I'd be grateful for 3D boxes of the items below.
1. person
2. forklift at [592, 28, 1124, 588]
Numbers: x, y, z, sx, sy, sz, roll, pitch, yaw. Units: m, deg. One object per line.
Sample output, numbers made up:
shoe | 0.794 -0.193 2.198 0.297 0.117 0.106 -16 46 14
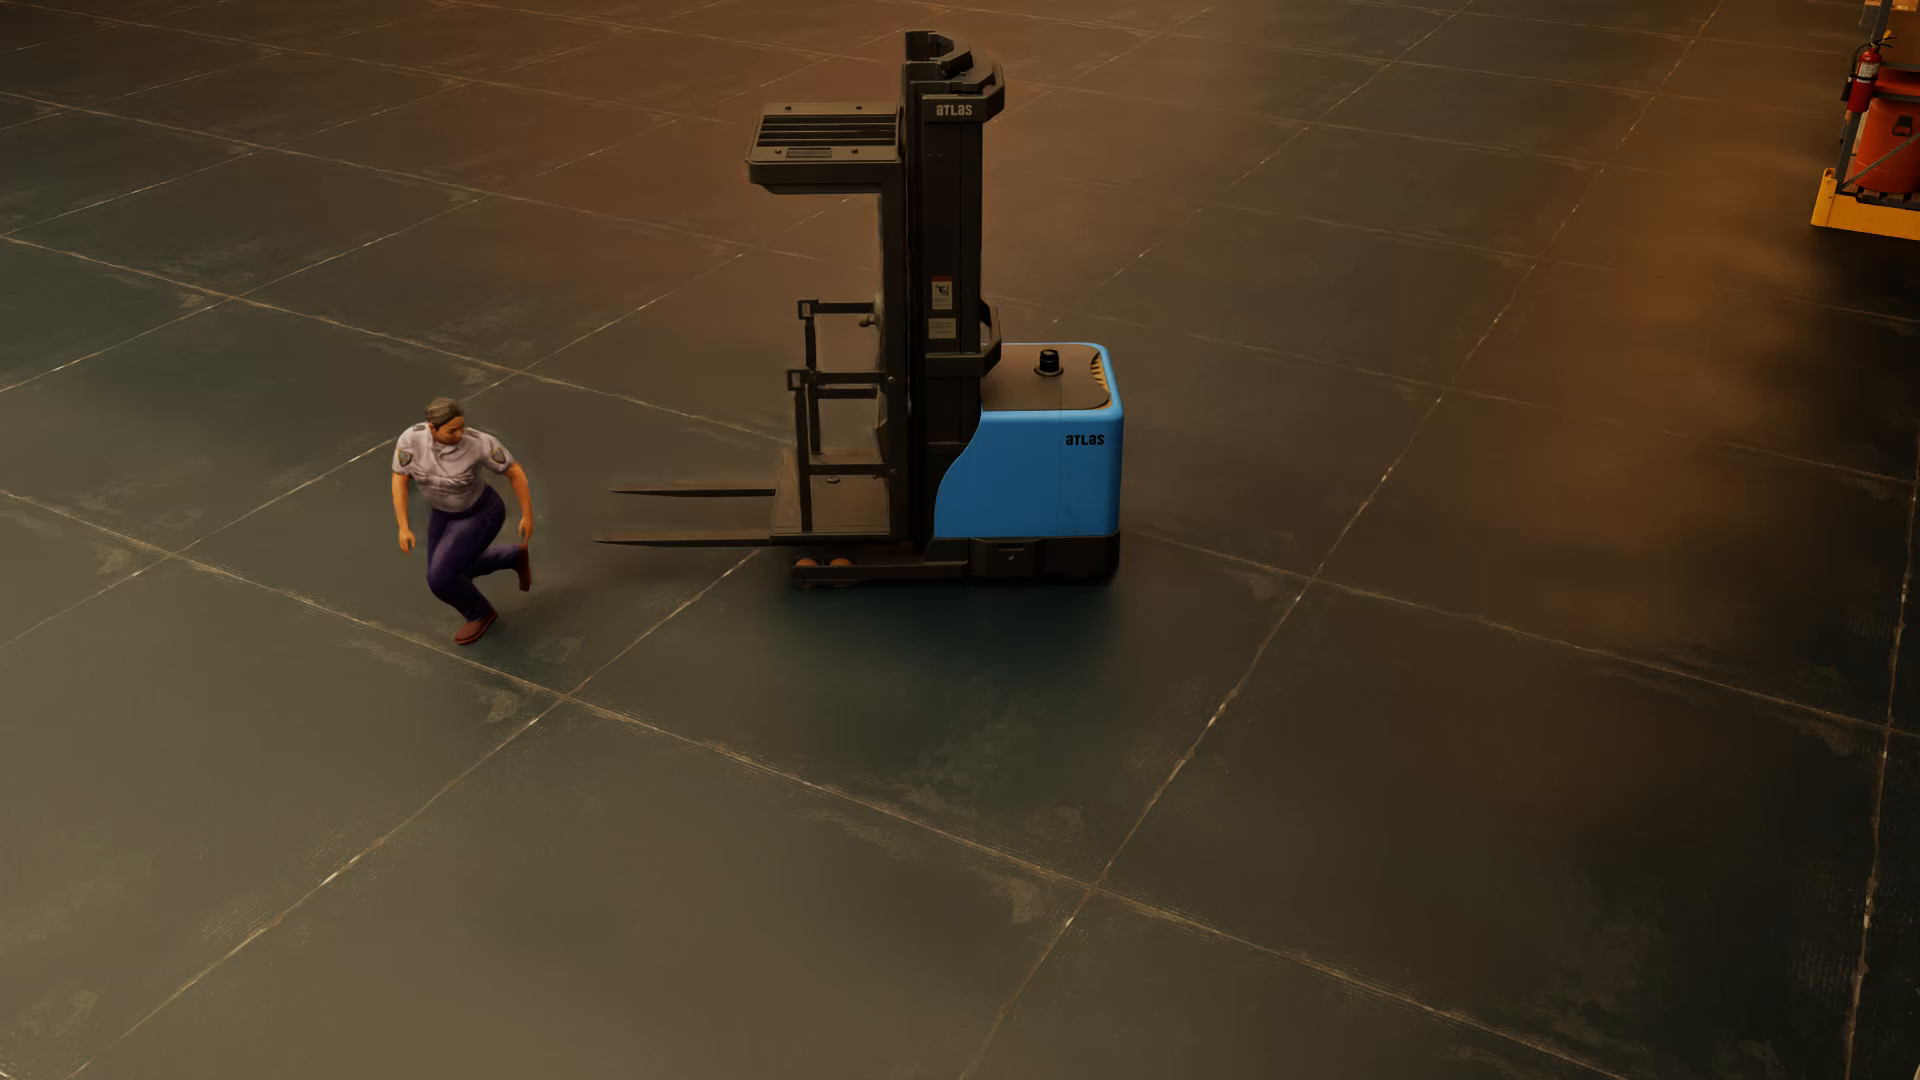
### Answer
person | -2.588 -0.161 8.867 0.601 1.431 0.759 16 34 26
forklift | -0.610 -1.261 9.256 3.031 2.935 1.130 -1 30 -1
